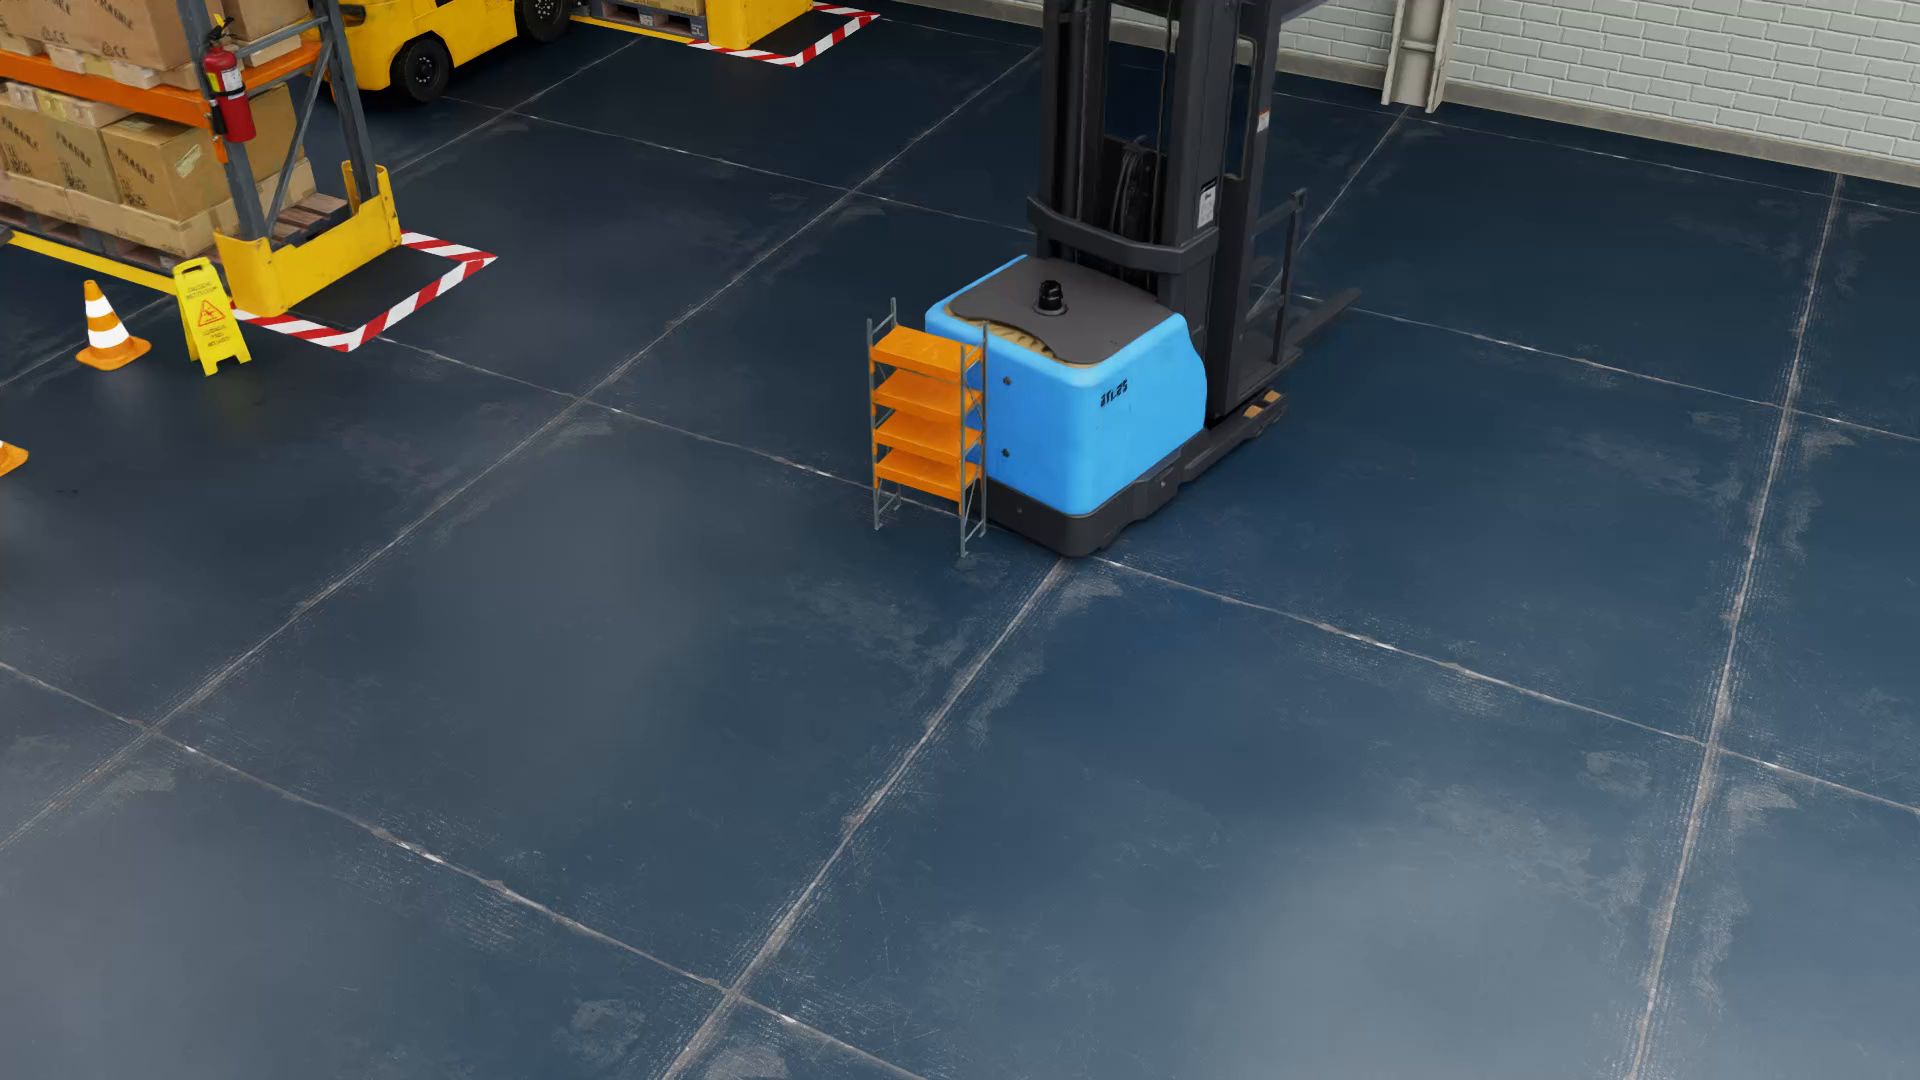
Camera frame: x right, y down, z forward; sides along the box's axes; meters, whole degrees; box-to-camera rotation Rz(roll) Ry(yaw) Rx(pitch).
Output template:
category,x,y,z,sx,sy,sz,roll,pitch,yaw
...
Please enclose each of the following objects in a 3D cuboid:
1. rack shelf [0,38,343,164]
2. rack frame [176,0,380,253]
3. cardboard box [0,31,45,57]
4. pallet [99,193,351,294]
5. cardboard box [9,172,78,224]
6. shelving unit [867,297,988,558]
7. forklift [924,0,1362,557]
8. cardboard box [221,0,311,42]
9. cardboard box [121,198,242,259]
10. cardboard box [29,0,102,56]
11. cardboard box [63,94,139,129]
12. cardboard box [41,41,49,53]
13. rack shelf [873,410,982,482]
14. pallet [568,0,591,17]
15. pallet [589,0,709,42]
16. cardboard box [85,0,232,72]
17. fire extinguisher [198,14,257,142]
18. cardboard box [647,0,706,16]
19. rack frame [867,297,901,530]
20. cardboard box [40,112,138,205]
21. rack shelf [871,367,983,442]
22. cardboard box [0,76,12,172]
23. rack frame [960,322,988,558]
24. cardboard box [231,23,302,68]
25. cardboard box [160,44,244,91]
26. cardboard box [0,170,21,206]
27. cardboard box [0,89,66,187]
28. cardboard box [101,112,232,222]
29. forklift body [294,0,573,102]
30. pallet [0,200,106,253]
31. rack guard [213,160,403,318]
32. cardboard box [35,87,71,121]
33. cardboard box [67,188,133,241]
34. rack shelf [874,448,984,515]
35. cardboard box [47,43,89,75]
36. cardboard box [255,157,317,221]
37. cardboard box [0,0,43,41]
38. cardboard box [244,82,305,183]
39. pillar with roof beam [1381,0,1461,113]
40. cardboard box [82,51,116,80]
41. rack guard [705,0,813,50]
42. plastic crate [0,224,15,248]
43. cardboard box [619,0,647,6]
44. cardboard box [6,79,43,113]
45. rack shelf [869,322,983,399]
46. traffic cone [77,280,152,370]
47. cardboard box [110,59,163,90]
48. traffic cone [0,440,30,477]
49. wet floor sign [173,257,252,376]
category,x,y,z,sx,sy,sz,roll,pitch,yaw
rack shelf,-5.737,-3.133,10.511,4.000,0.370,1.077,17,41,21
rack frame,-3.961,-2.863,9.561,0.127,3.000,1.000,17,41,21
cardboard box,-5.560,-3.070,10.042,0.250,0.149,0.380,17,40,21
pallet,-4.734,-2.019,10.754,1.213,0.211,1.003,17,41,21
cardboard box,-5.726,-2.306,10.754,0.500,0.250,0.500,16,40,20
shelving unit,-0.149,-0.523,7.966,0.503,1.200,0.258,18,41,22
forklift,1.150,-1.902,8.352,1.130,2.935,3.031,27,45,31
cardboard box,-4.254,-3.302,9.810,0.500,0.500,0.500,17,40,21
cardboard box,-4.824,-2.022,10.380,0.500,0.250,0.500,17,40,21
cardboard box,-5.012,-3.166,9.631,0.500,0.500,0.500,17,41,22
cardboard box,-5.149,-2.641,10.038,0.250,0.149,0.380,19,41,23
cardboard box,-5.291,-3.048,10.012,0.250,0.149,0.380,18,41,22
rack shelf,-0.149,-0.469,8.007,0.480,0.148,0.258,18,41,22
pallet,-3.459,-4.949,14.614,1.213,0.211,1.003,17,41,21
pallet,-2.380,-4.609,14.167,1.213,0.211,1.003,17,41,21
cardboard box,-4.570,-3.025,9.445,0.500,0.500,0.500,17,40,21
fire extinguisher,-4.071,-2.553,9.216,0.183,0.674,0.296,17,41,21
cardboard box,-2.244,-4.562,13.726,0.500,0.250,0.500,18,41,22
rack frame,-0.364,-0.593,8.058,0.015,1.200,0.240,18,41,22
cardboard box,-5.257,-2.460,10.336,0.500,0.500,0.500,19,41,23
rack shelf,-0.149,-0.647,7.871,0.480,0.148,0.258,18,41,22
cardboard box,-6.173,-2.750,10.718,0.500,0.500,0.500,20,41,24
rack frame,0.065,-0.453,7.874,0.015,1.200,0.240,18,41,22
cardboard box,-4.168,-2.969,9.908,0.250,0.149,0.380,18,41,22
cardboard box,-4.392,-2.752,9.623,0.250,0.149,0.380,19,41,23
cardboard box,-6.162,-2.450,10.943,0.500,0.250,0.500,17,40,21
cardboard box,-5.702,-2.604,10.526,0.500,0.500,0.500,16,40,20
cardboard box,-4.792,-2.317,10.148,0.500,0.500,0.500,18,41,22
forklift body,-4.205,-4.739,12.734,1.214,2.155,2.313,17,41,21
pallet,-5.813,-2.359,11.202,1.213,0.211,1.003,17,41,21
rack guard,-4.029,-1.889,10.344,0.348,0.500,1.175,17,41,21
cardboard box,-5.371,-2.713,10.133,0.250,0.149,0.380,18,41,22
cardboard box,-5.259,-2.164,10.566,0.500,0.250,0.500,18,41,22
rack shelf,-0.149,-0.311,8.127,0.480,0.148,0.258,18,41,22
cardboard box,-5.128,-2.901,9.819,0.250,0.149,0.380,18,41,22
cardboard box,-4.550,-2.308,10.756,0.500,0.250,0.500,17,40,21
cardboard box,-5.455,-3.307,9.817,0.500,0.500,0.500,17,40,21
cardboard box,-4.572,-2.613,10.538,0.500,0.500,0.500,16,40,20
pillar with roof beam,1.463,-4.617,6.909,0.400,9.000,9.100,17,41,21
cardboard box,-4.885,-2.846,9.746,0.250,0.149,0.380,17,40,21
rack guard,-1.660,-4.527,13.820,0.348,0.500,1.175,17,41,21
plastic crate,-6.496,-1.936,10.754,0.583,0.080,0.402,4,37,6
cardboard box,-2.681,-4.706,13.915,0.500,0.250,0.500,17,41,21
cardboard box,-5.604,-2.787,10.230,0.250,0.149,0.380,19,41,23
rack shelf,-0.149,-0.836,7.728,0.480,0.148,0.258,18,41,22
traffic cone,-4.936,-1.280,9.573,0.334,0.463,0.336,17,41,21
cardboard box,-4.668,-2.763,9.637,0.250,0.149,0.380,17,40,21
traffic cone,-5.145,-0.589,8.663,0.334,0.463,0.336,17,41,21
wet floor sign,-4.284,-1.298,9.446,0.267,0.644,0.232,-29,46,-33
